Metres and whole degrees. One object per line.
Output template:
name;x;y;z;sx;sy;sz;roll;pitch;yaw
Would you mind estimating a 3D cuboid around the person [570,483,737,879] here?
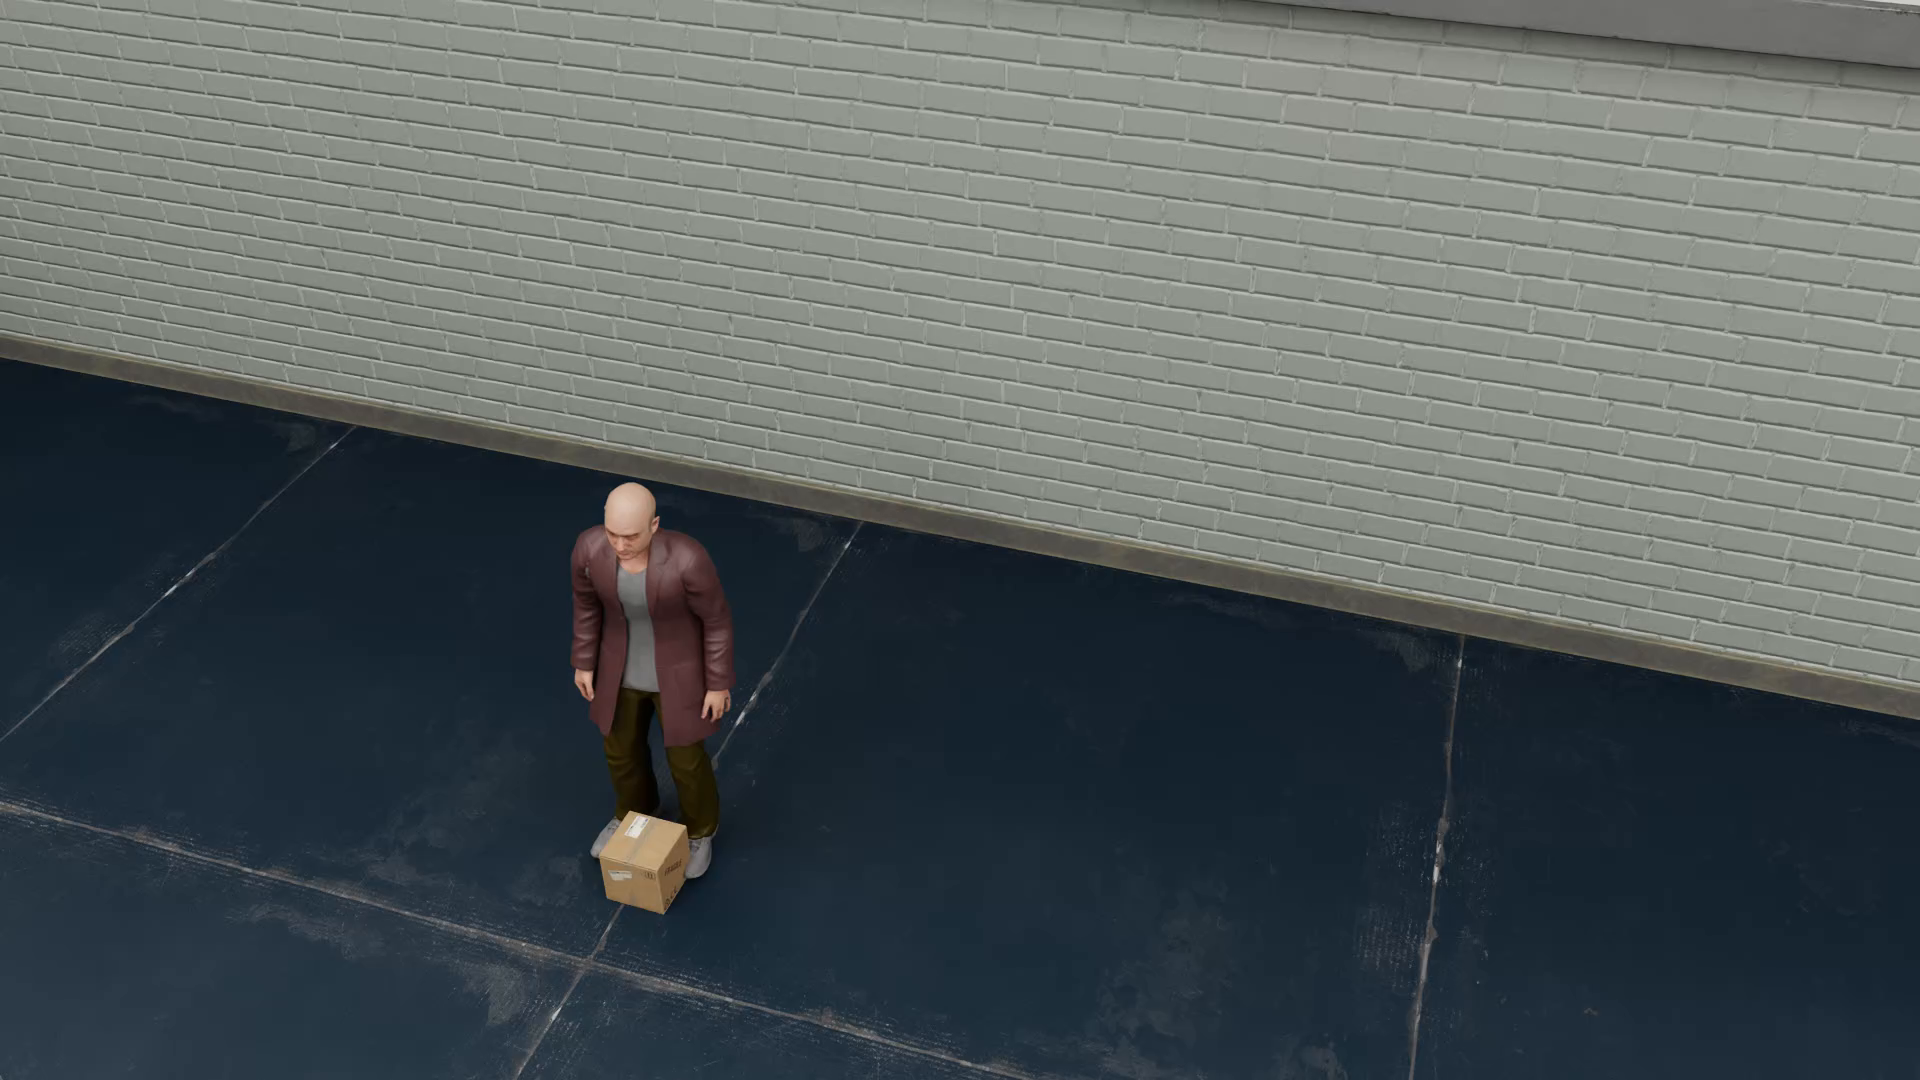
person;-1.146;0.506;6.224;0.649;1.772;0.429;8;37;11
